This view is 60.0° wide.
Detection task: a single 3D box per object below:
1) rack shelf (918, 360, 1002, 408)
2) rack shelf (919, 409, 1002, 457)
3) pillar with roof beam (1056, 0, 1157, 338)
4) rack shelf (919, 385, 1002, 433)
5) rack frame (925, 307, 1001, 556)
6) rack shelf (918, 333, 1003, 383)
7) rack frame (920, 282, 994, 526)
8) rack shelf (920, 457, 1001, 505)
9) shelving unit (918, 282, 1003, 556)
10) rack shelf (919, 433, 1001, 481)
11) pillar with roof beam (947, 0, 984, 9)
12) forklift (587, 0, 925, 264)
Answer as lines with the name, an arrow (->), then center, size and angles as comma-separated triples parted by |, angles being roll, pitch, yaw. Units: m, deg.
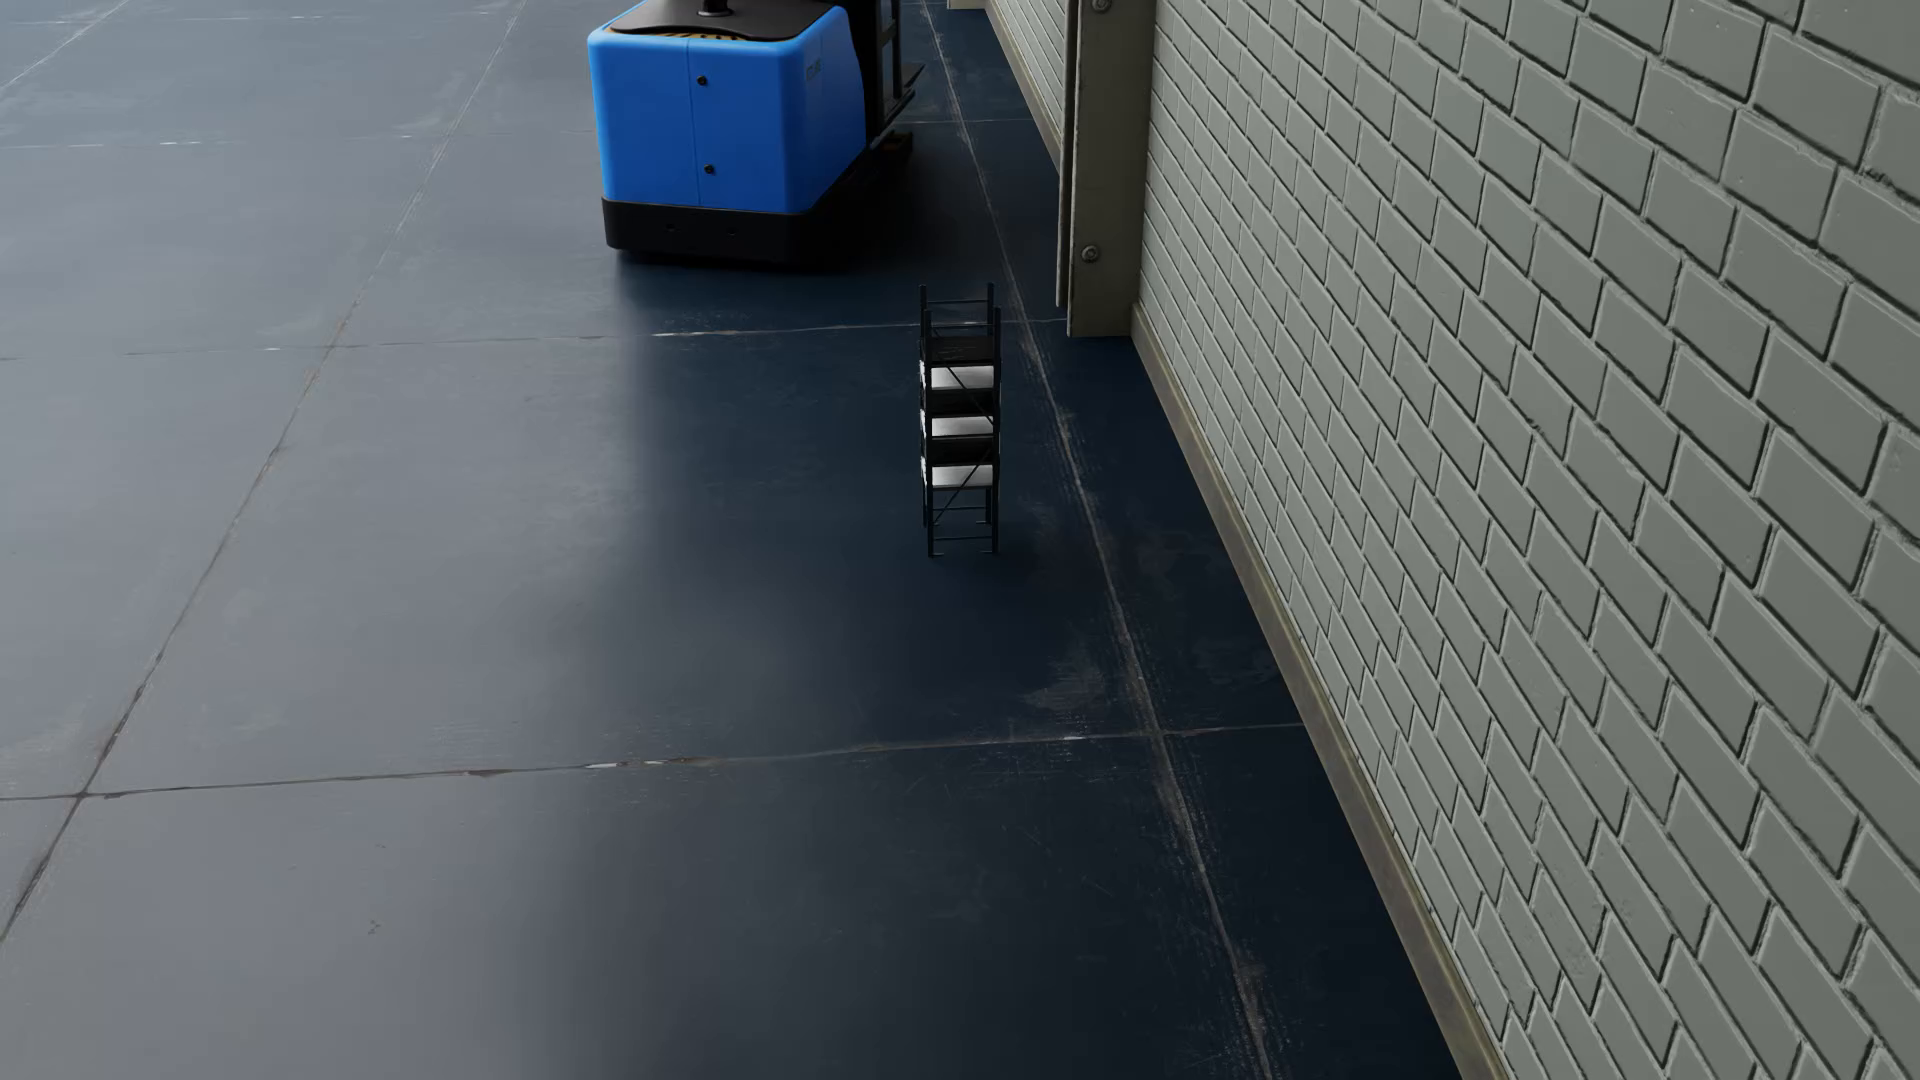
rack shelf -> -0.001, -0.516, 5.451 | 0.258, 0.077, 0.200 | -3, 31, -5
rack shelf -> -0.001, -0.362, 5.543 | 0.258, 0.077, 0.200 | -3, 31, -5
pillar with roof beam -> -3.679, -4.645, 4.752 | 9.100, 9.000, 0.400 | -3, 31, -5
rack shelf -> -0.001, -0.439, 5.497 | 0.258, 0.077, 0.200 | -3, 31, -5
rack frame -> 0.009, -0.339, 5.439 | 0.240, 0.900, 0.006 | -3, 31, -5
rack shelf -> -0.001, -0.594, 5.405 | 0.258, 0.077, 0.200 | -3, 31, -5
rack frame -> -0.010, -0.442, 5.613 | 0.240, 0.900, 0.006 | -3, 31, -5
rack shelf -> -0.001, -0.207, 5.636 | 0.258, 0.077, 0.200 | -3, 31, -5
shelving unit -> -0.001, -0.390, 5.526 | 0.258, 0.900, 0.210 | -3, 31, -5
rack shelf -> -0.001, -0.285, 5.589 | 0.258, 0.077, 0.200 | -3, 31, -5
pillar with roof beam -> -4.239, -7.709, 9.880 | 9.100, 9.000, 0.400 | -3, 31, -5
forklift -> -0.879, -3.292, 8.404 | 1.130, 2.935, 3.031 | 7, 31, 11
